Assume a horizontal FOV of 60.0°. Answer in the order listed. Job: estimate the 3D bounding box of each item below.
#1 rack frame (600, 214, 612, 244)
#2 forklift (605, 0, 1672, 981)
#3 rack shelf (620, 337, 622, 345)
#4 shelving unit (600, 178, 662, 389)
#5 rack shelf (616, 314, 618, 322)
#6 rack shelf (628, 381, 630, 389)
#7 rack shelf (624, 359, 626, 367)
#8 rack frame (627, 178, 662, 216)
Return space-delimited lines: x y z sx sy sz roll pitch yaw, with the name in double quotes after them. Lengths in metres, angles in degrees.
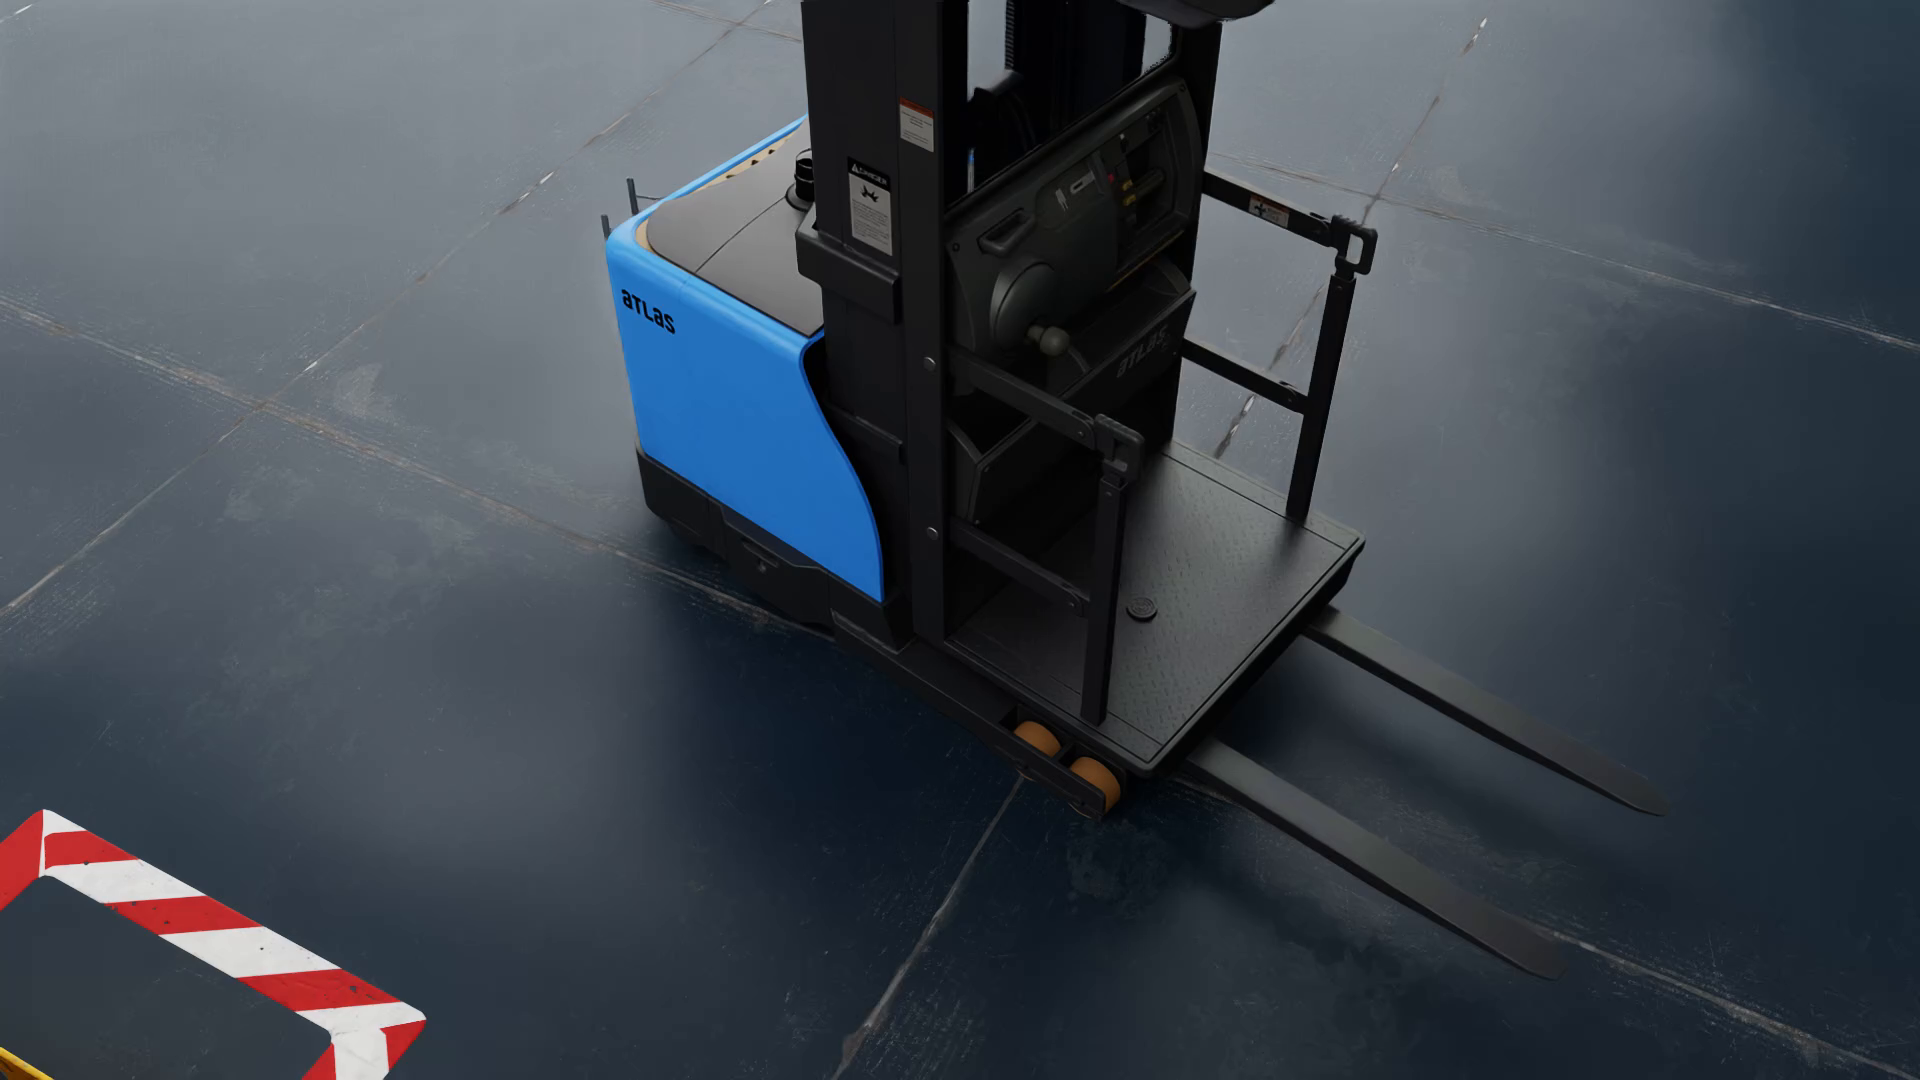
-0.952 -0.626 5.232 0.240 0.900 0.006 10 45 10 "rack frame"
0.456 -0.708 3.889 3.031 2.935 1.130 31 53 27 "forklift"
-0.927 -0.671 5.325 0.258 0.077 0.200 10 45 10 "rack shelf"
-0.927 -0.695 5.302 0.258 0.900 0.210 10 45 10 "shelving unit"
-0.927 -0.735 5.262 0.258 0.077 0.200 10 45 10 "rack shelf"
-0.928 -0.543 5.452 0.258 0.077 0.200 10 45 10 "rack shelf"
-0.927 -0.607 5.388 0.258 0.077 0.200 10 45 10 "rack shelf"
-0.902 -0.764 5.372 0.240 0.900 0.006 10 45 10 "rack frame"
